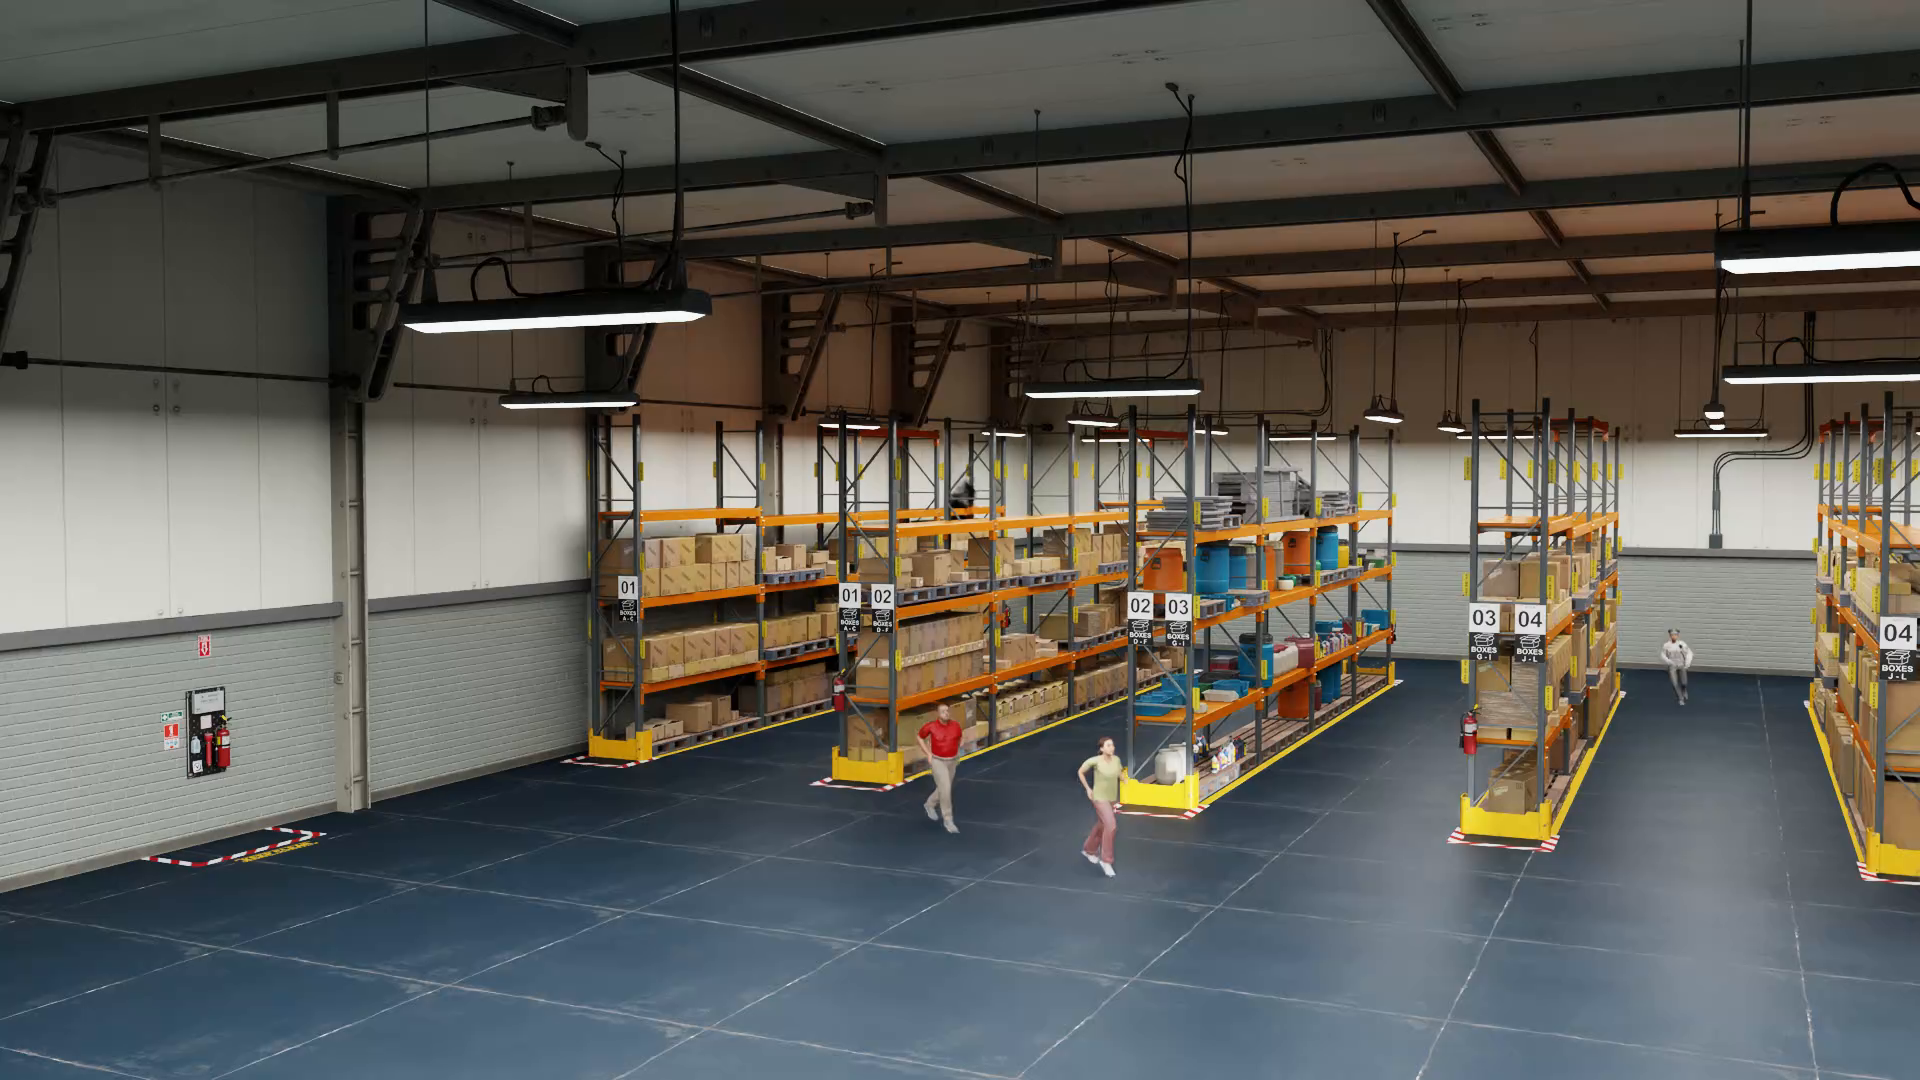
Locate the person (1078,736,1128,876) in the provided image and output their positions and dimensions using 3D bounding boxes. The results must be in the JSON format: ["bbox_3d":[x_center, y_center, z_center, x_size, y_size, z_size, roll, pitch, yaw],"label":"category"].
[{"bbox_3d":[1.800,3.304,20.907,0.569,1.718,0.748,-2,3,-38],"label":"person"}]

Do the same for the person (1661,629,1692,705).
[{"bbox_3d":[15.408,2.722,35.784,0.620,1.633,0.512,1,3,28],"label":"person"}]

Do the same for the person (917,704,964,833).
[{"bbox_3d":[-0.220,3.180,23.403,0.641,1.759,0.878,-2,3,-35],"label":"person"}]
